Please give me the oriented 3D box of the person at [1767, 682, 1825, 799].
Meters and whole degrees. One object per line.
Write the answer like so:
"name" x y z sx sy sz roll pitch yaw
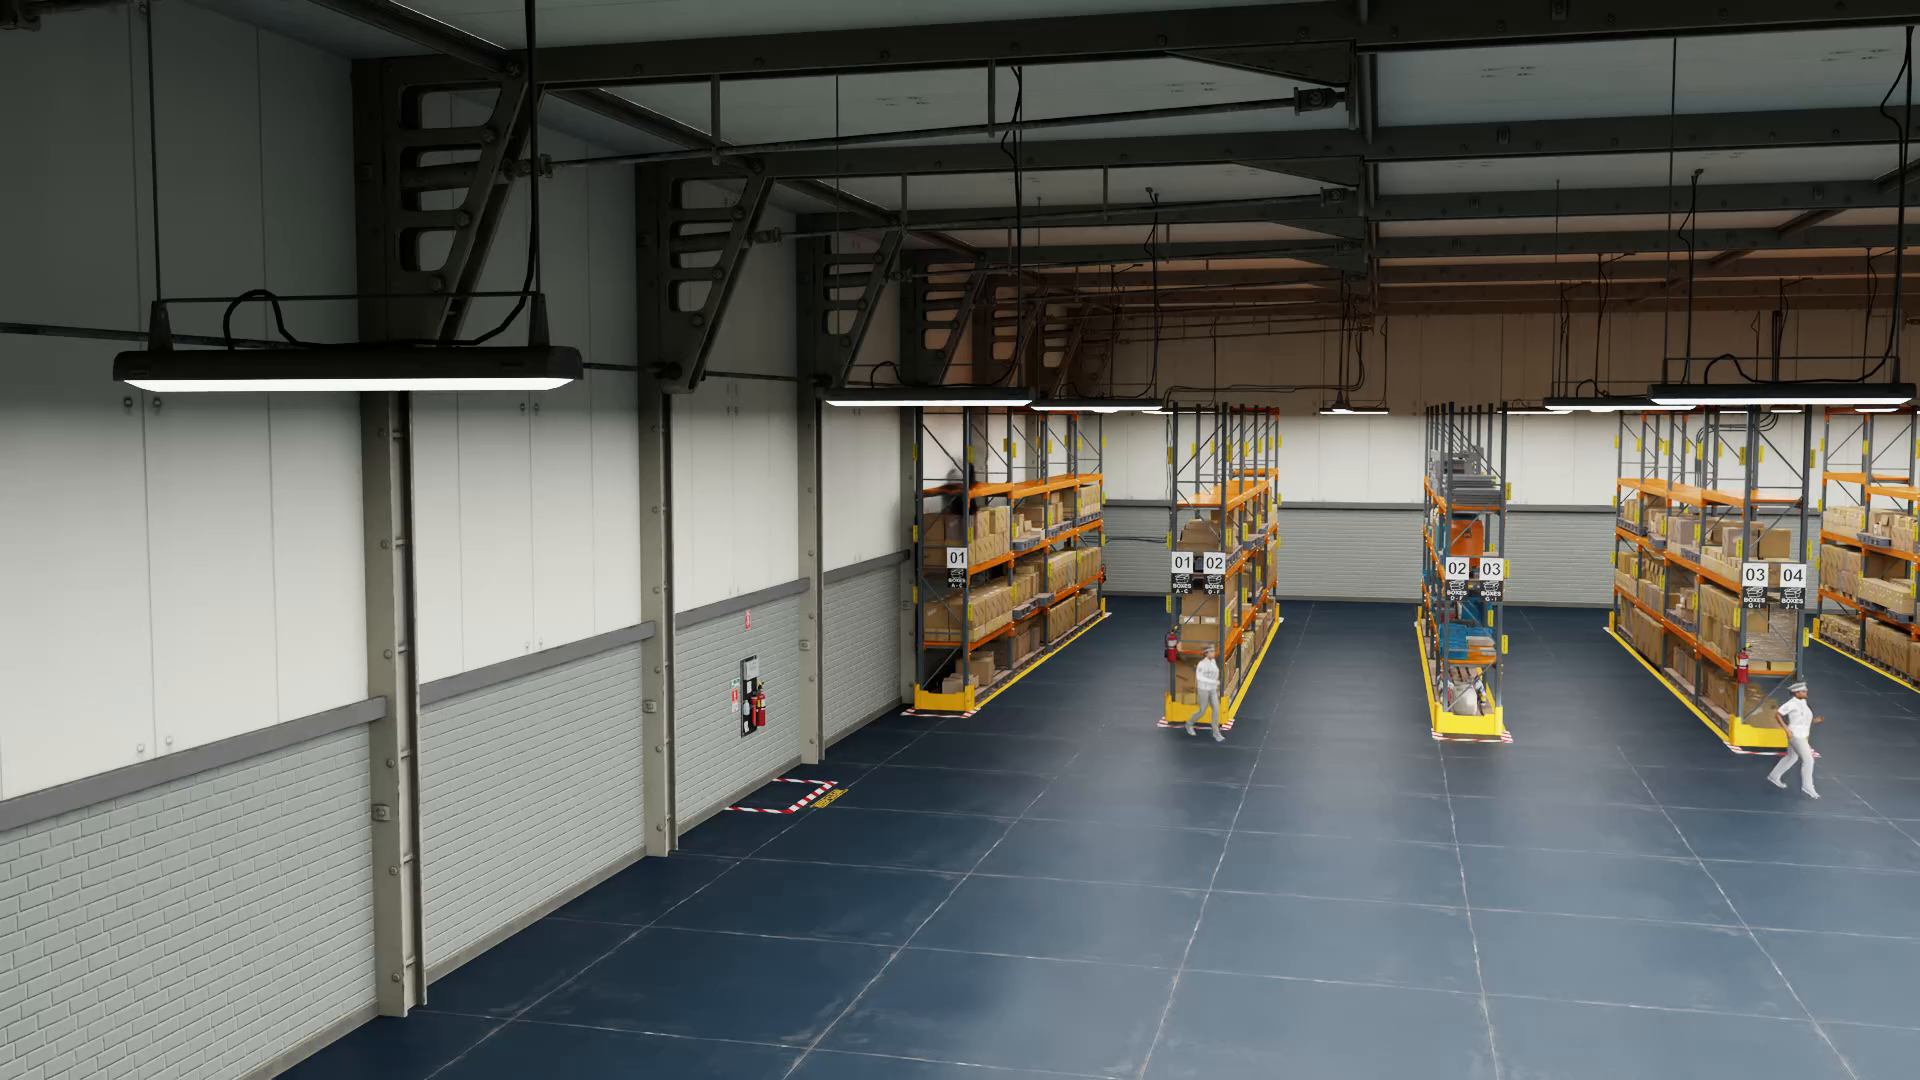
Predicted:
"person" 12.674 3.008 25.218 0.803 1.748 0.555 4 6 41

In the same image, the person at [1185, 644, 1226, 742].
"person" 4.384 2.695 29.573 0.633 1.717 0.825 -4 6 -43
